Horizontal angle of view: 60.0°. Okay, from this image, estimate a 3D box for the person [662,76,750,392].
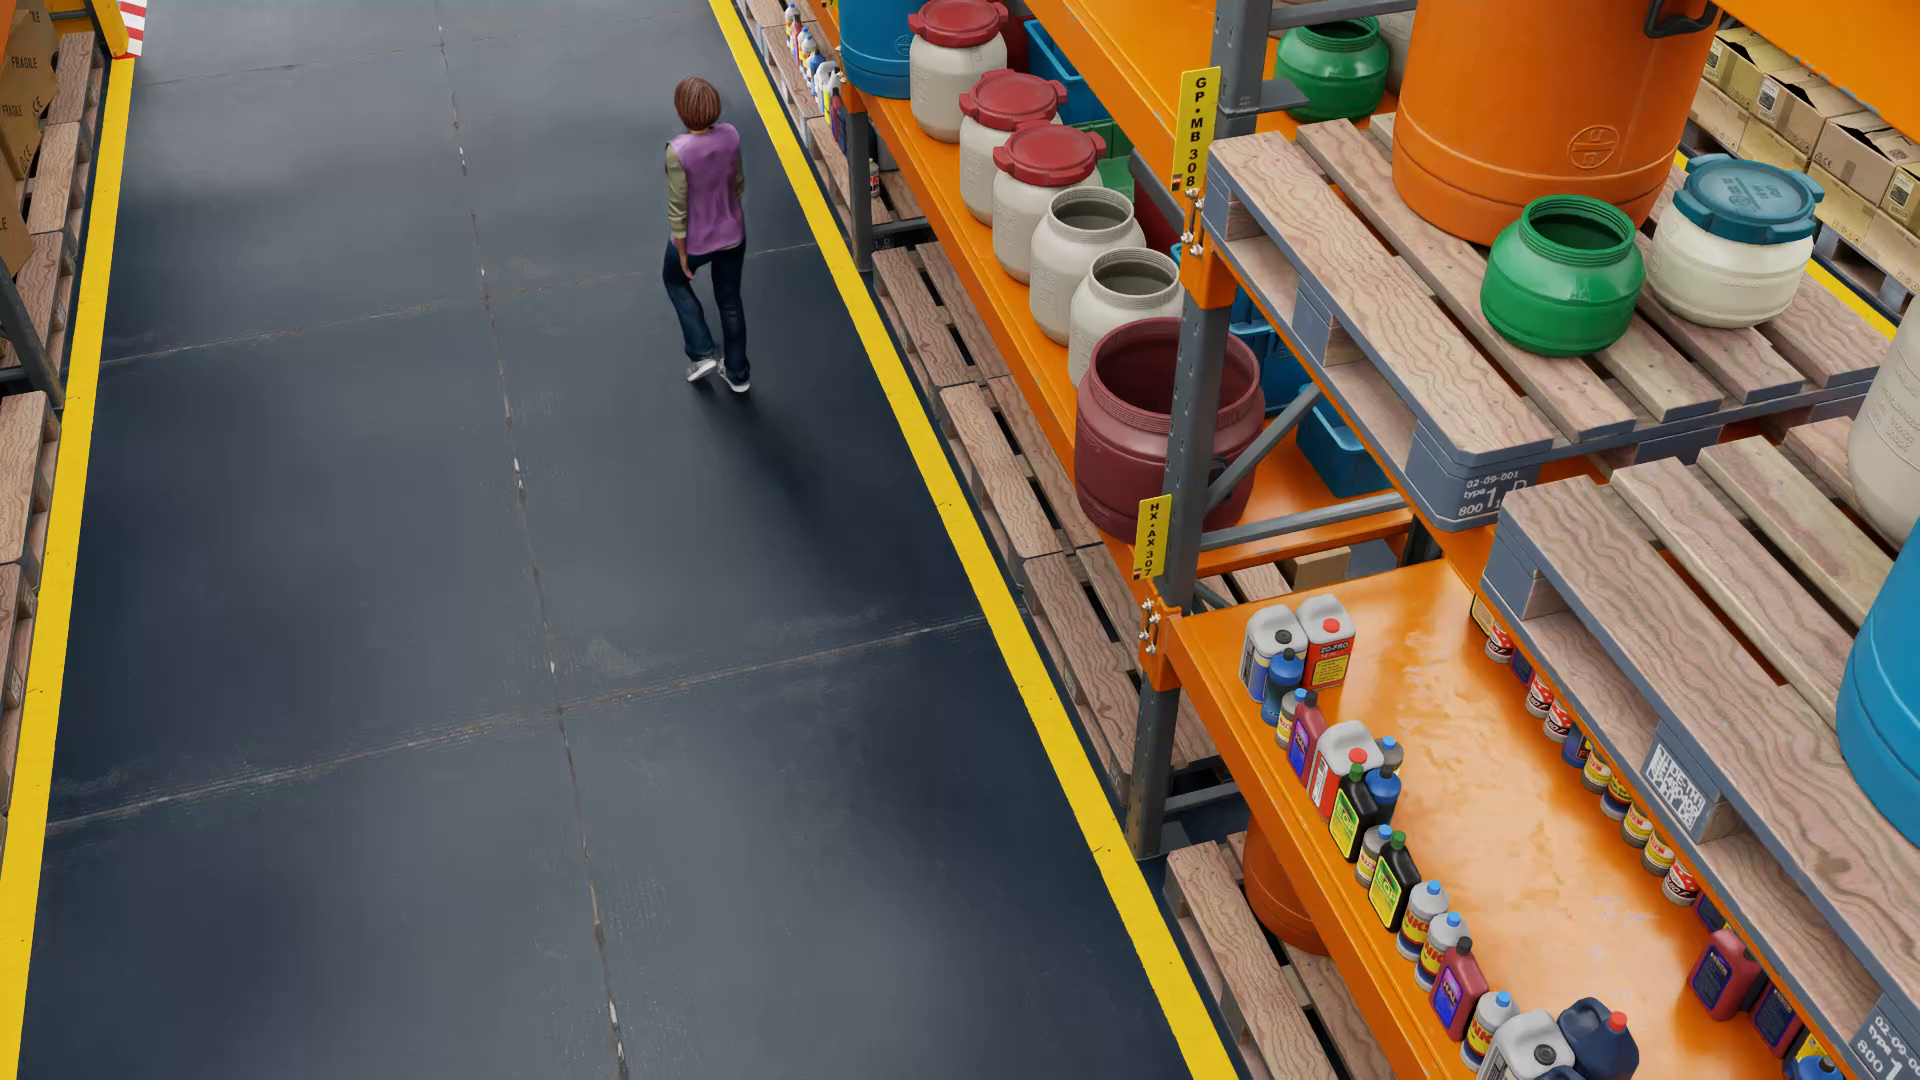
[{"bbox_3d":[-1.156,-1.383,7.651,0.419,1.628,0.450,-23,48,-23],"label":"person"}]
